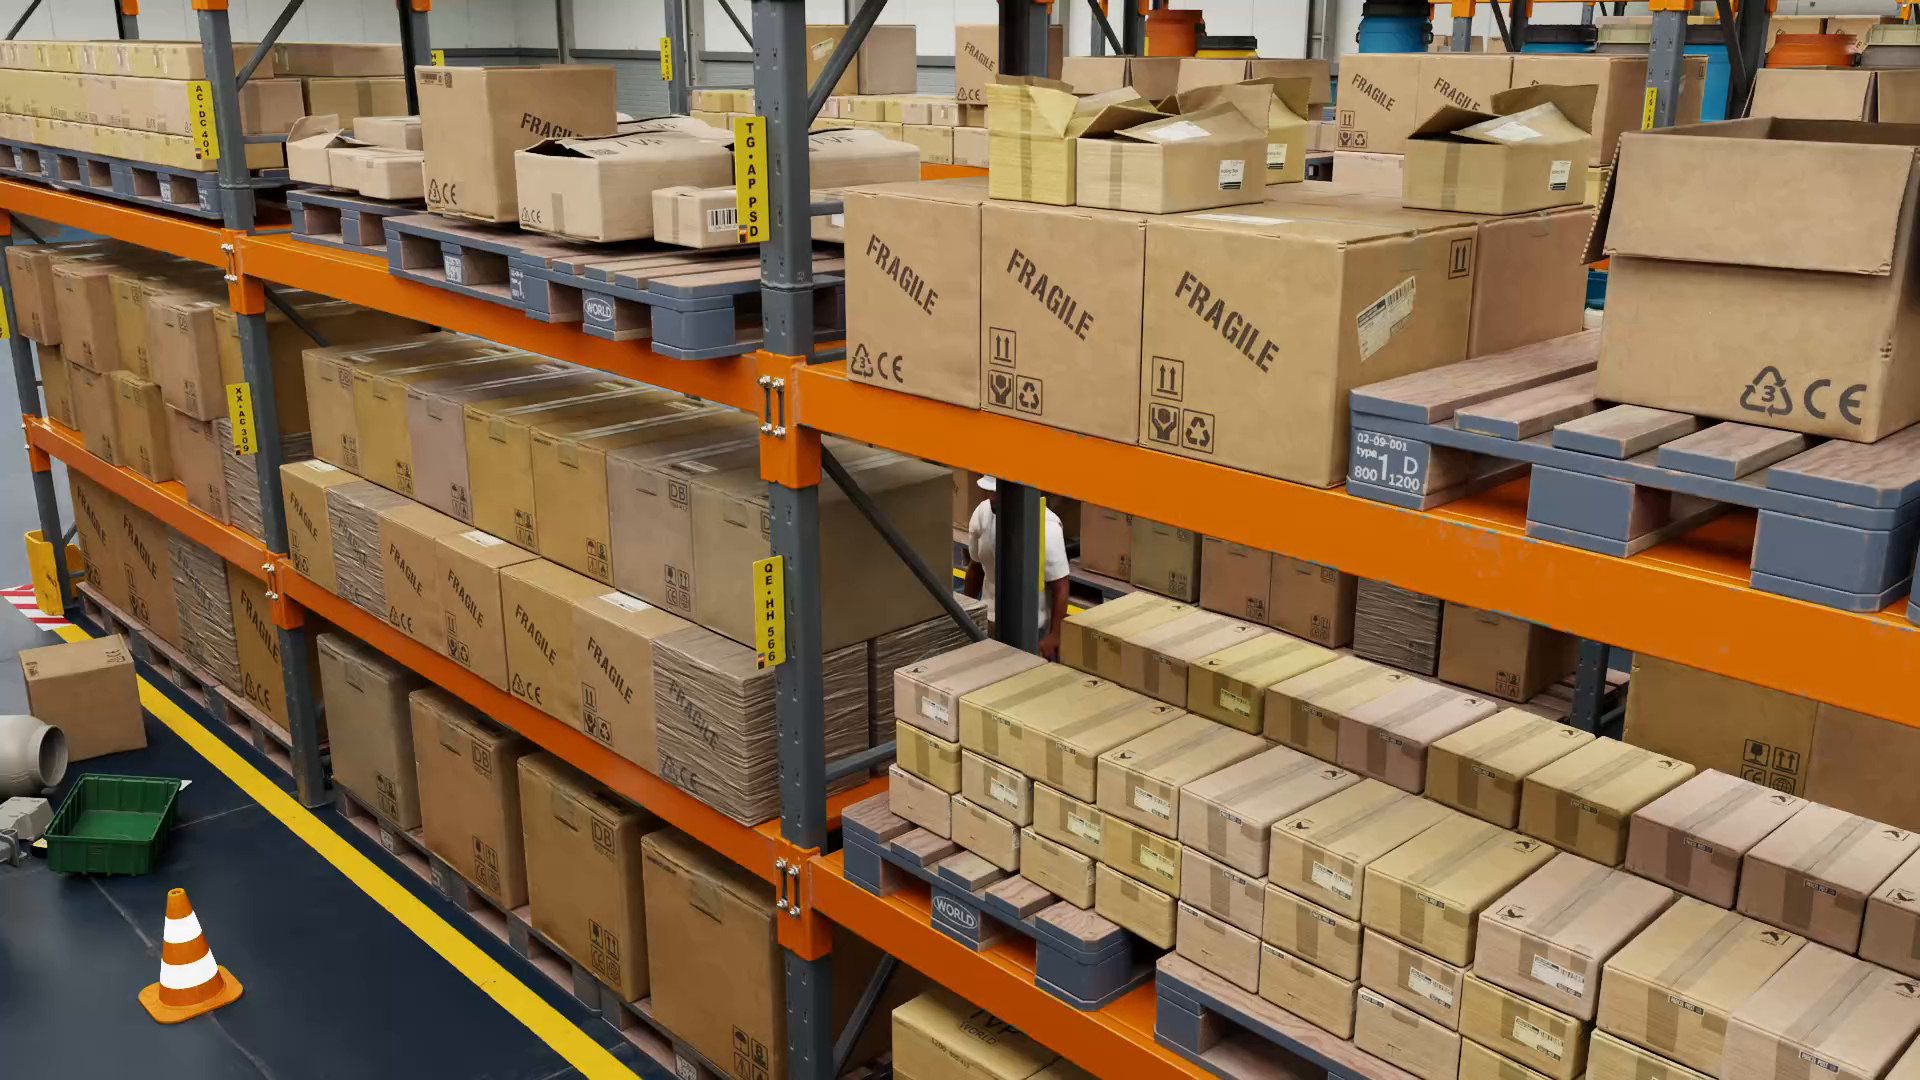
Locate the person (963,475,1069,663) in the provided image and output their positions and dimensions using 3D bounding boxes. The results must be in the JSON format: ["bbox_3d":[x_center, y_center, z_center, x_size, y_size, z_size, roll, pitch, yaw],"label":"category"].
[{"bbox_3d":[0.249,0.410,8.198,0.635,1.757,0.452,16,23,41],"label":"person"}]
